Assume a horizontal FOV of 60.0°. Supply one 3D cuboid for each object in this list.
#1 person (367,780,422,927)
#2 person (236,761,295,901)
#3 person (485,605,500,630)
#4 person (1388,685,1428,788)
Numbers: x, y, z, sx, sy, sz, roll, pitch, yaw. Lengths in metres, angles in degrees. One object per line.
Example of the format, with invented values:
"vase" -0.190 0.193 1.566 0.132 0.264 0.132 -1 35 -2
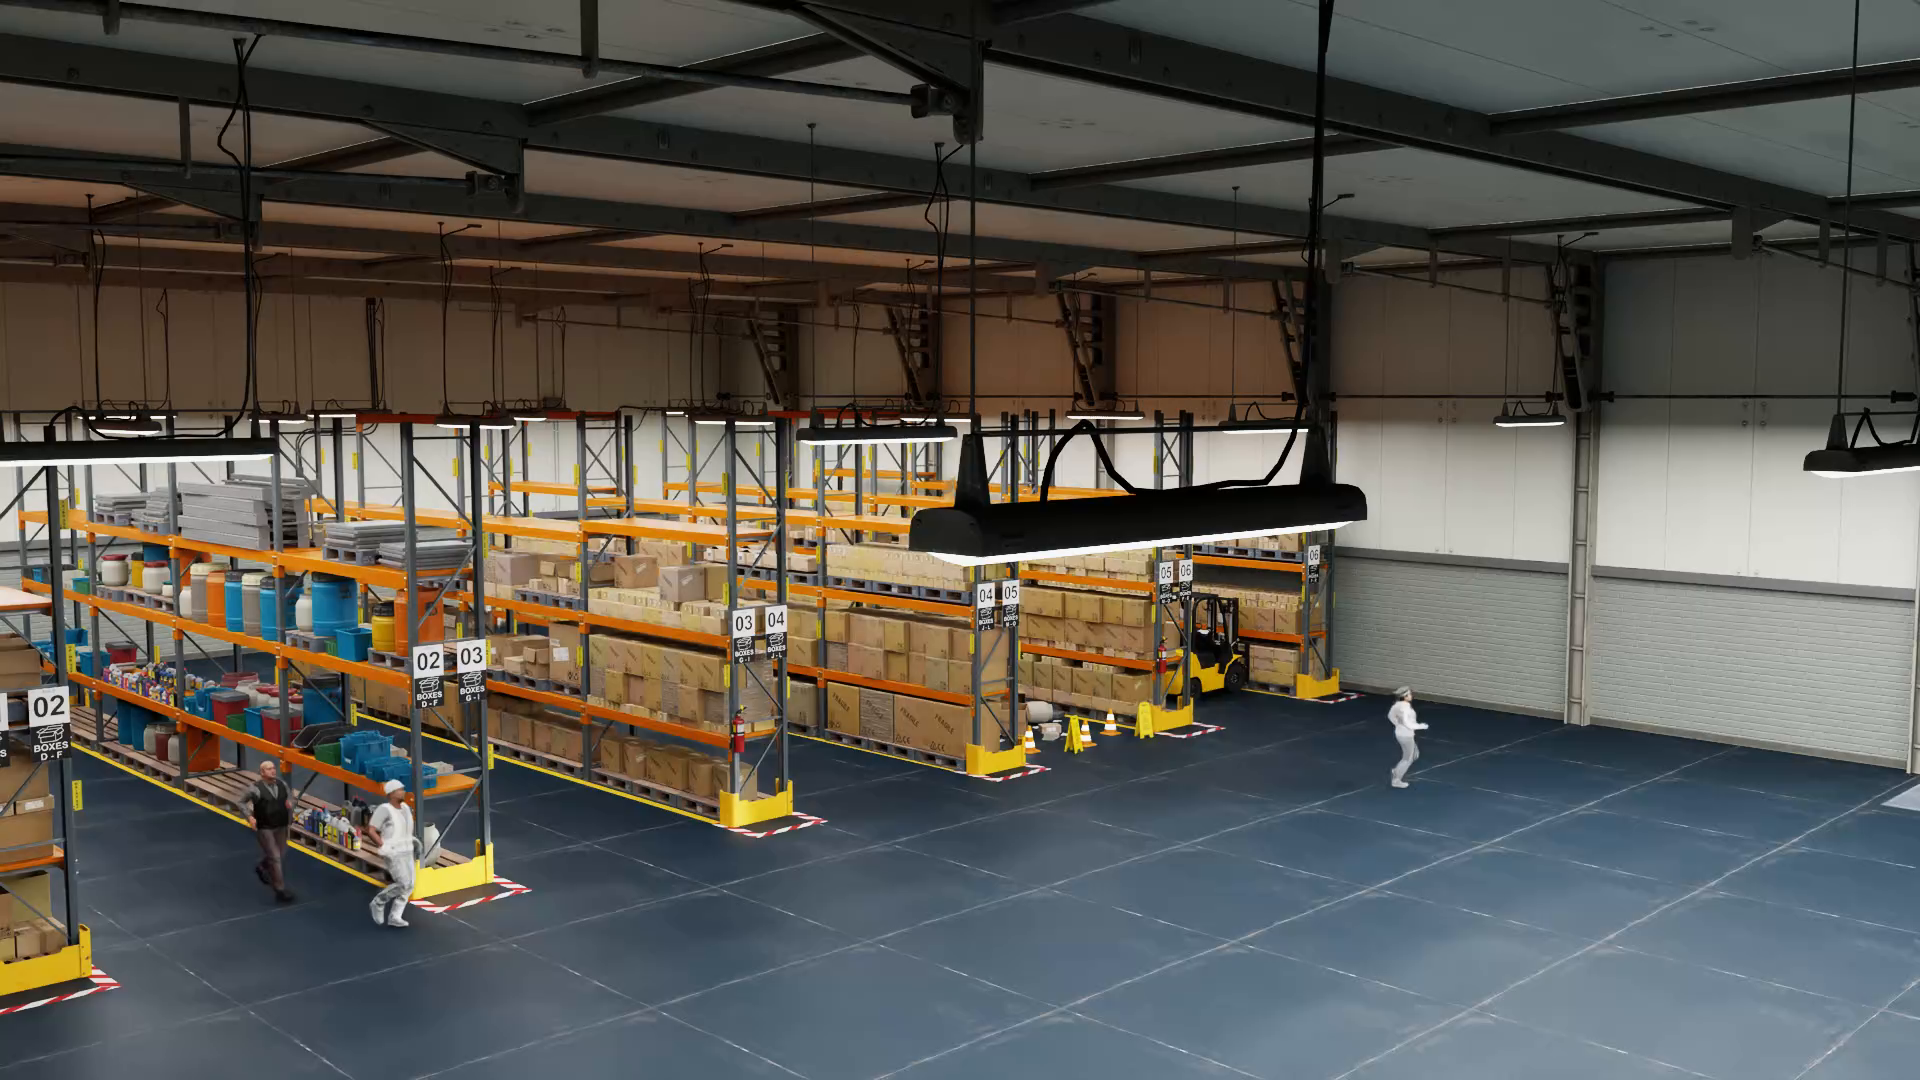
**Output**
"person" -6.719 3.746 19.957 0.525 1.699 0.718 2 5 21
"person" -8.703 3.635 20.993 0.961 1.698 0.662 3 6 34
"person" -11.456 1.995 40.639 0.981 1.613 0.747 -1 5 -10
"person" 7.241 3.164 26.836 0.562 1.651 0.601 0 5 0
